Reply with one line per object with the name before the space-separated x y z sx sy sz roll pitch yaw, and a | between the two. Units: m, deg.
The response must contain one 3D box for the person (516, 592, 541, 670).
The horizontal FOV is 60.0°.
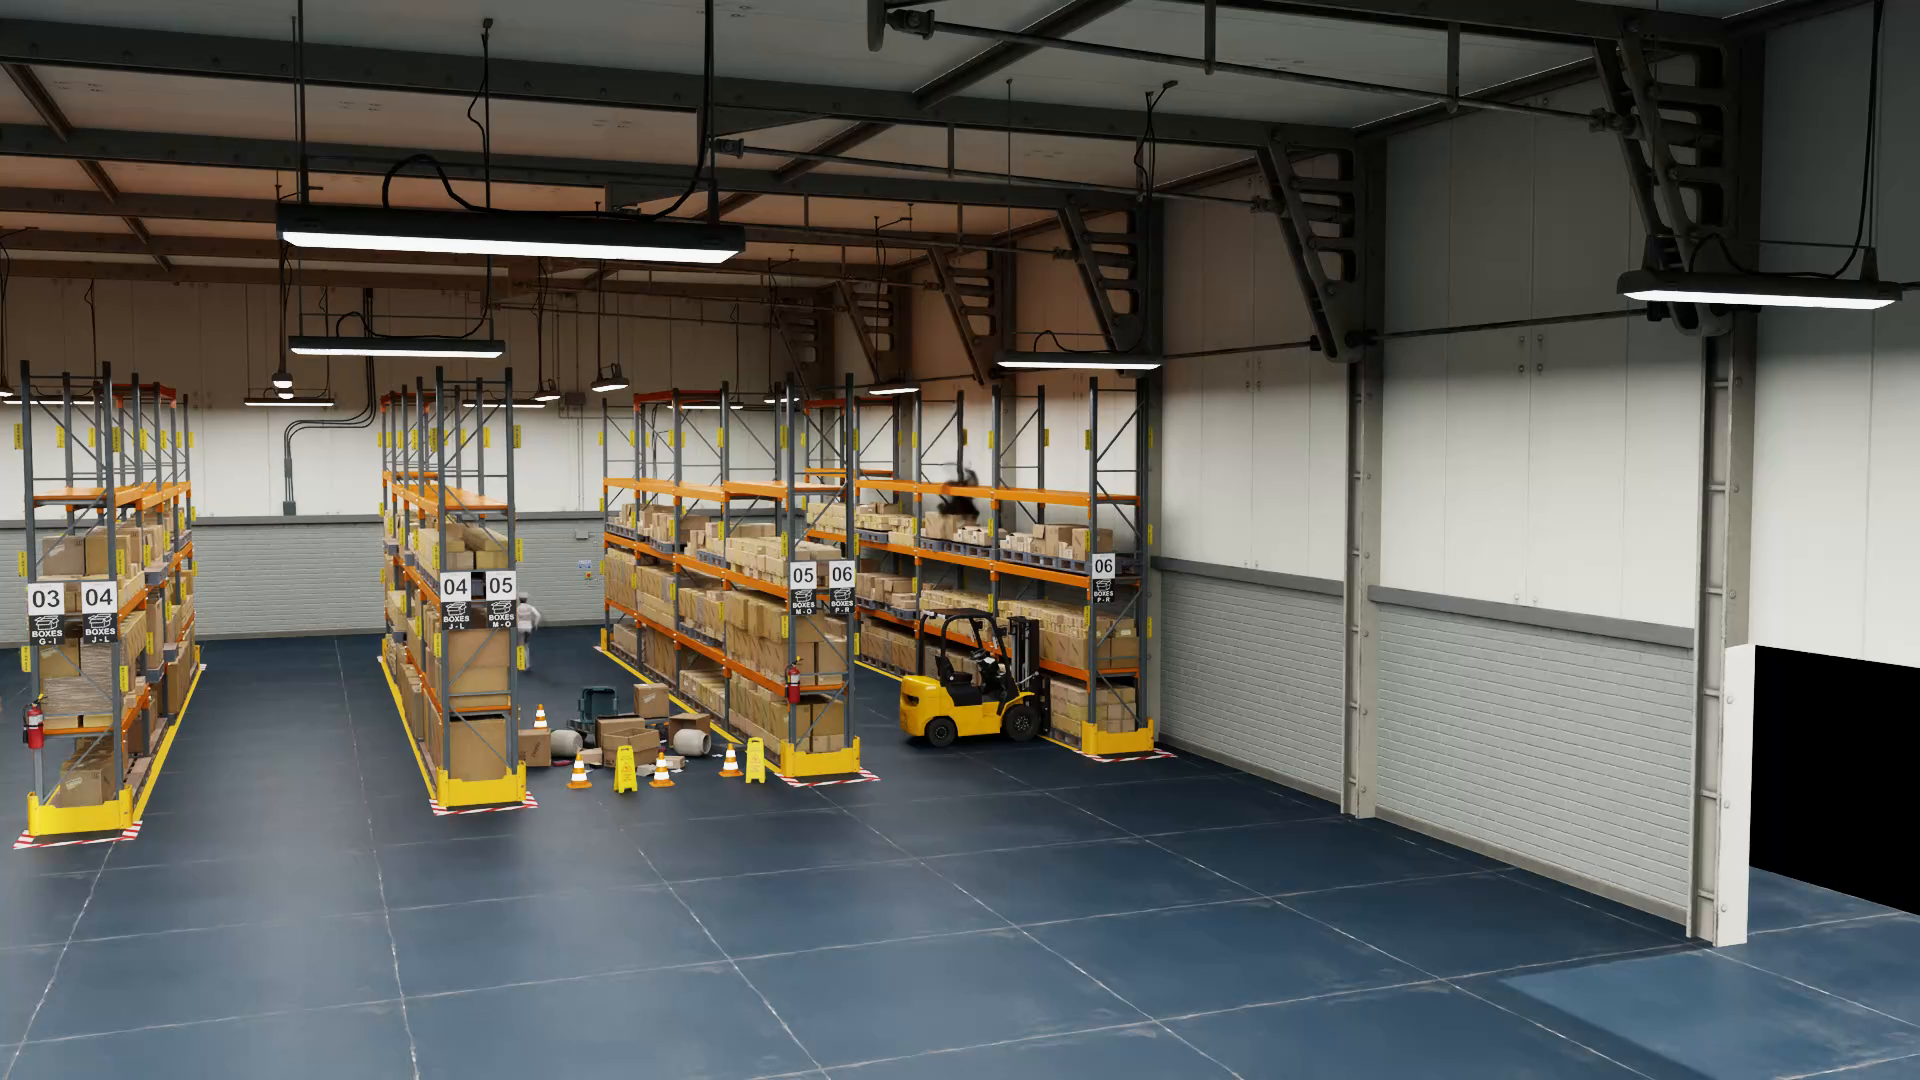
person | -9.433 1.996 36.009 0.572 1.750 0.737 -2 4 -36
